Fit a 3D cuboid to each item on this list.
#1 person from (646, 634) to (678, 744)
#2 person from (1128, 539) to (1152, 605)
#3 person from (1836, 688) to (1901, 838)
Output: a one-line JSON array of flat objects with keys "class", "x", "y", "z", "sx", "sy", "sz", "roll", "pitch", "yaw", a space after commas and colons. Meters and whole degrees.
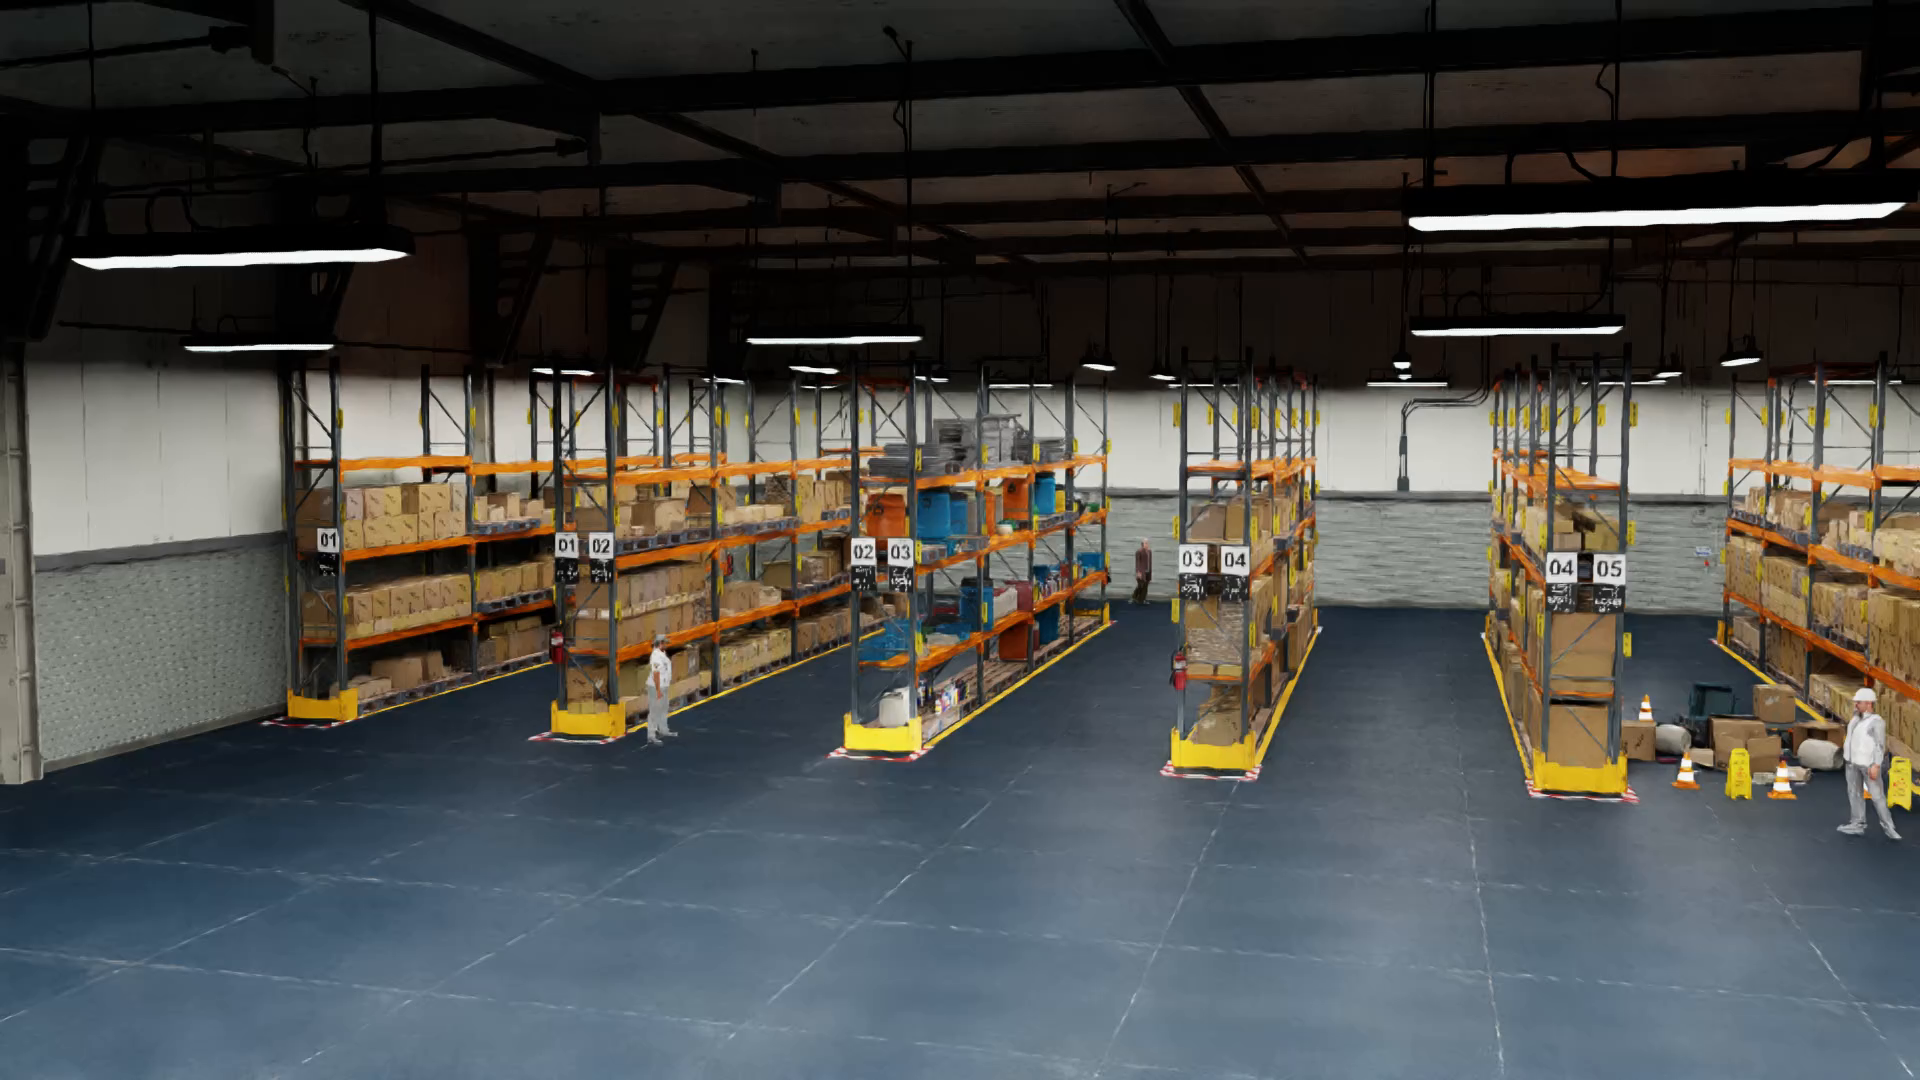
[{"class": "person", "x": -4.616, "y": 2.276, "z": 25.663, "sx": 0.463, "sy": 1.672, "sz": 0.578, "roll": 0, "pitch": 4, "yaw": -3}, {"class": "person", "x": 4.839, "y": 0.853, "z": 44.311, "sx": 0.759, "sy": 1.770, "sz": 0.533, "roll": -3, "pitch": 5, "yaw": -38}, {"class": "person", "x": 10.920, "y": 2.665, "z": 19.924, "sx": 0.472, "sy": 1.769, "sz": 0.712, "roll": -1, "pitch": 4, "yaw": -13}]
